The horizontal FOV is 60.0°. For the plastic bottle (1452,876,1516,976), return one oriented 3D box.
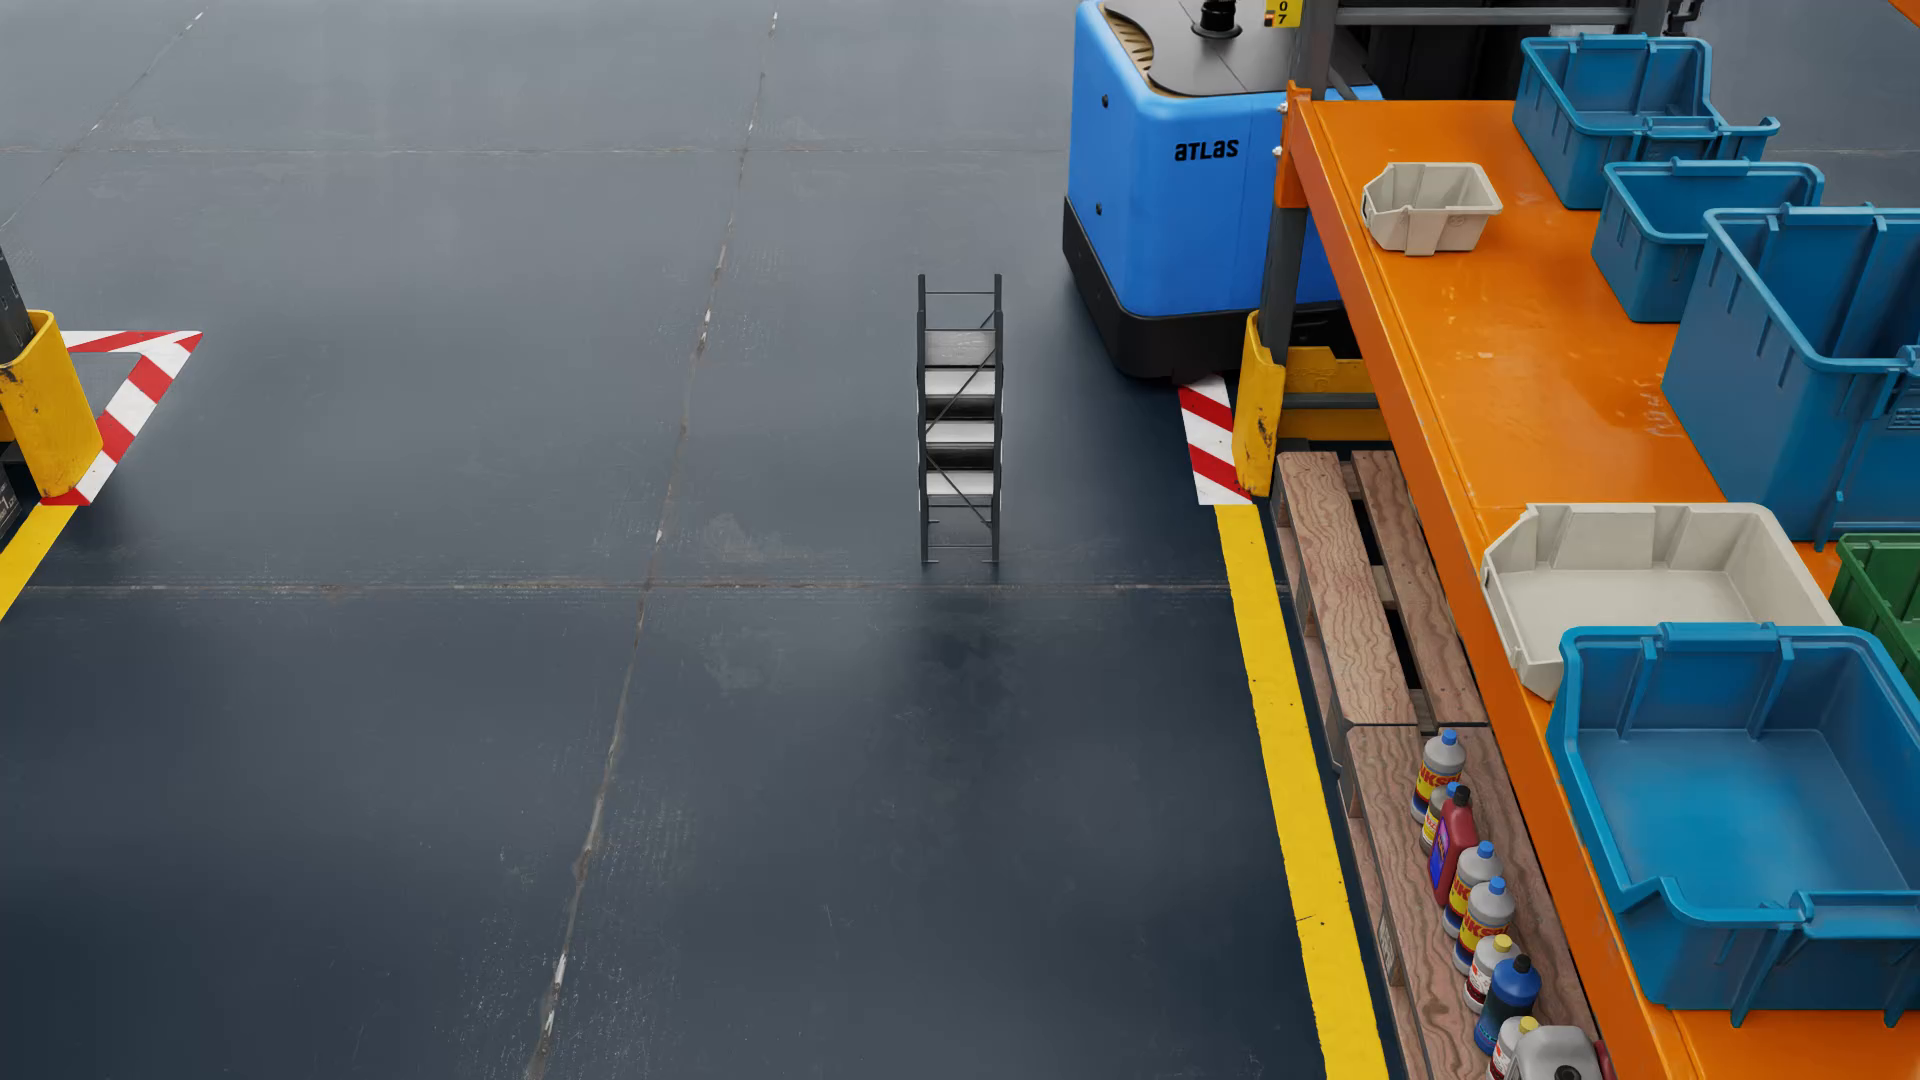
[{"bbox_3d":[1.150,0.837,3.637,0.097,0.271,0.097,0,39,0],"label":"plastic bottle"}]

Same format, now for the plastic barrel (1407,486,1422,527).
[{"bbox_3d":[1.536,-0.249,4.815,0.421,0.512,0.421,0,39,0],"label":"plastic barrel"}]

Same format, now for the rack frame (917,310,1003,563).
[{"bbox_3d":[0.000,-0.282,4.883,0.240,0.900,0.006,0,39,0],"label":"rack frame"}]

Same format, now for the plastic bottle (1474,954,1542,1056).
[{"bbox_3d":[1.150,0.963,3.479,0.097,0.271,0.097,0,39,0],"label":"plastic bottle"}]

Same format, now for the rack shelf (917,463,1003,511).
[{"bbox_3d":[0.000,-0.180,5.096,0.258,0.077,0.200,0,39,0],"label":"rack shelf"}]

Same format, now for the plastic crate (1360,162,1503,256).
[{"bbox_3d":[1.138,-0.804,4.066,0.298,0.136,0.250,0,39,0],"label":"plastic crate"}]

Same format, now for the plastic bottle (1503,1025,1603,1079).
[{"bbox_3d":[1.178,1.099,3.306,0.152,0.276,0.135,1,39,1],"label":"plastic bottle"}]

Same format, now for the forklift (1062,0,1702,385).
[{"bbox_3d":[1.969,-2.133,5.567,3.031,2.935,1.130,-6,39,-8],"label":"forklift"}]

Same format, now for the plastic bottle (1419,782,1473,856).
[{"bbox_3d":[1.150,0.652,3.924,0.097,0.201,0.097,0,39,0],"label":"plastic bottle"}]

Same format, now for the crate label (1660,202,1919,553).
[{"bbox_3d":[1.732,-0.330,3.235,0.502,0.435,0.616,0,39,0],"label":"crate label"}]

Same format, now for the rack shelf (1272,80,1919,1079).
[{"bbox_3d":[1.462,0.064,3.346,1.077,0.370,4.000,0,39,0],"label":"rack shelf"}]

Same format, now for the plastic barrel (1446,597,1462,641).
[{"bbox_3d":[1.537,0.065,4.424,0.421,0.512,0.421,0,39,0],"label":"plastic barrel"}]

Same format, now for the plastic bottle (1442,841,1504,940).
[{"bbox_3d":[1.150,0.774,3.715,0.097,0.271,0.097,0,39,0],"label":"plastic bottle"}]

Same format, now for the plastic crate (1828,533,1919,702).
[{"bbox_3d":[1.745,0.268,2.687,0.450,0.188,0.662,0,39,0],"label":"plastic crate"}]

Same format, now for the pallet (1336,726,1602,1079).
[{"bbox_3d":[1.500,0.938,3.911,1.003,0.211,1.213,0,39,0],"label":"pallet"}]

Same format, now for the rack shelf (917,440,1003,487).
[{"bbox_3d":[0.000,-0.250,5.039,0.258,0.077,0.200,0,39,0],"label":"rack shelf"}]

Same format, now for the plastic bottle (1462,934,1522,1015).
[{"bbox_3d":[1.150,0.926,3.582,0.097,0.201,0.097,0,39,0],"label":"plastic bottle"}]

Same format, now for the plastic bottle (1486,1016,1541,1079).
[{"bbox_3d":[1.151,1.055,3.421,0.097,0.201,0.097,0,39,0],"label":"plastic bottle"}]

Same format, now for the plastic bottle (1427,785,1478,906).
[{"bbox_3d":[1.132,0.697,3.802,0.061,0.283,0.133,1,39,1],"label":"plastic bottle"}]

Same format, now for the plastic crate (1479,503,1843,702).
[{"bbox_3d":[1.209,0.122,2.910,0.530,0.136,0.437,0,39,0],"label":"plastic crate"}]

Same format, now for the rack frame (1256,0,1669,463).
[{"bbox_3d":[1.459,-1.467,4.682,1.000,3.000,0.127,0,39,0],"label":"rack frame"}]

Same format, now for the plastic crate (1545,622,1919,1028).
[{"bbox_3d":[1.191,0.400,2.471,0.499,0.251,0.616,0,39,0],"label":"plastic crate"}]

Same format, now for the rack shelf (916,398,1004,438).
[{"bbox_3d":[0.000,-0.390,4.927,0.258,0.077,0.200,0,39,0],"label":"rack shelf"}]

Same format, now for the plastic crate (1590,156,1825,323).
[{"bbox_3d":[1.754,-0.690,3.832,0.499,0.251,0.408,0,39,0],"label":"plastic crate"}]

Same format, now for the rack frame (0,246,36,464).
[{"bbox_3d":[-3.494,-1.464,4.678,1.000,3.000,0.127,0,39,0],"label":"rack frame"}]

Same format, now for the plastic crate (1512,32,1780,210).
[{"bbox_3d":[1.759,-1.096,4.338,0.499,0.251,0.616,0,39,0],"label":"plastic crate"}]

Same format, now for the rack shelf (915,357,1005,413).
[{"bbox_3d":[0.000,-0.461,4.871,0.258,0.077,0.200,0,39,0],"label":"rack shelf"}]

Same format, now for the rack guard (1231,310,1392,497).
[{"bbox_3d":[1.506,-0.444,5.405,1.175,0.500,0.348,0,39,0],"label":"rack guard"}]

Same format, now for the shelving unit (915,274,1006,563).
[{"bbox_3d":[0.000,-0.346,4.962,0.258,0.900,0.210,0,39,0],"label":"shelving unit"}]

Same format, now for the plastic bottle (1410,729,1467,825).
[{"bbox_3d":[1.150,0.560,3.983,0.097,0.271,0.097,0,39,0],"label":"plastic bottle"}]

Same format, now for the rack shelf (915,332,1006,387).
[{"bbox_3d":[0.000,-0.531,4.814,0.258,0.077,0.200,0,39,0],"label":"rack shelf"}]

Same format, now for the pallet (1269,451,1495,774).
[{"bbox_3d":[1.502,0.177,4.861,1.003,0.211,1.213,0,39,0],"label":"pallet"}]

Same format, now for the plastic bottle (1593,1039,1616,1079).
[{"bbox_3d":[1.285,1.096,3.304,0.061,0.283,0.133,0,39,0],"label":"plastic bottle"}]

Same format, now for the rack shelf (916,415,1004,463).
[{"bbox_3d":[0.000,-0.320,4.983,0.258,0.077,0.200,0,39,0],"label":"rack shelf"}]

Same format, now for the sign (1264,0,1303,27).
[{"bbox_3d":[0.909,-1.577,4.598,0.100,0.325,0.005,0,39,0],"label":"sign"}]

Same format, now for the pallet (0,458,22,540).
[{"bbox_3d":[-3.528,0.180,4.856,1.003,0.211,1.213,0,39,0],"label":"pallet"}]

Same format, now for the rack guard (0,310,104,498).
[{"bbox_3d":[-3.494,-0.441,5.400,1.175,0.500,0.348,0,39,0],"label":"rack guard"}]

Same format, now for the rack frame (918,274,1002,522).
[{"bbox_3d":[0.000,-0.410,5.042,0.240,0.900,0.006,0,39,0],"label":"rack frame"}]
